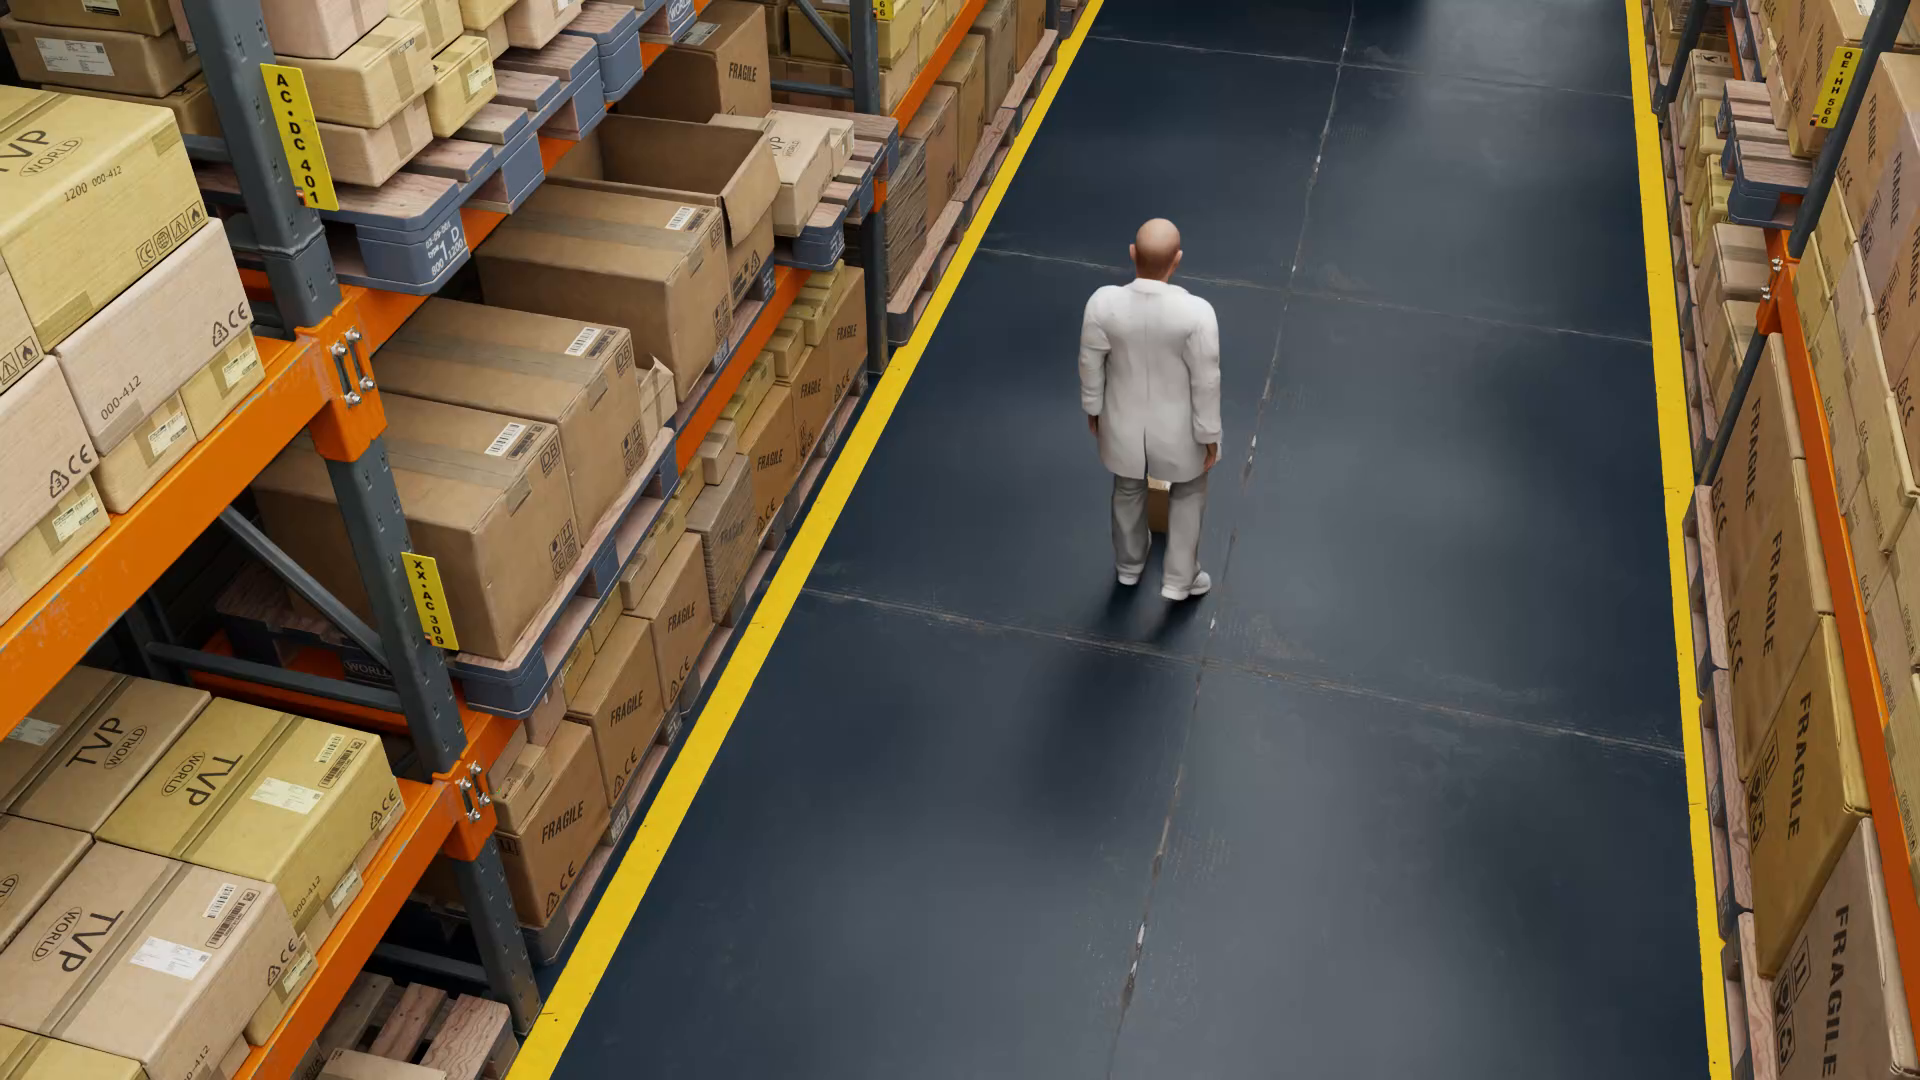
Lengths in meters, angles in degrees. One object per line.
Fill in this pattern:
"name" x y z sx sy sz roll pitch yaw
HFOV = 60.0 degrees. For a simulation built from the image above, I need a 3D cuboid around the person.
"person" 0.802 -0.516 6.782 0.612 1.827 0.497 13 42 14
